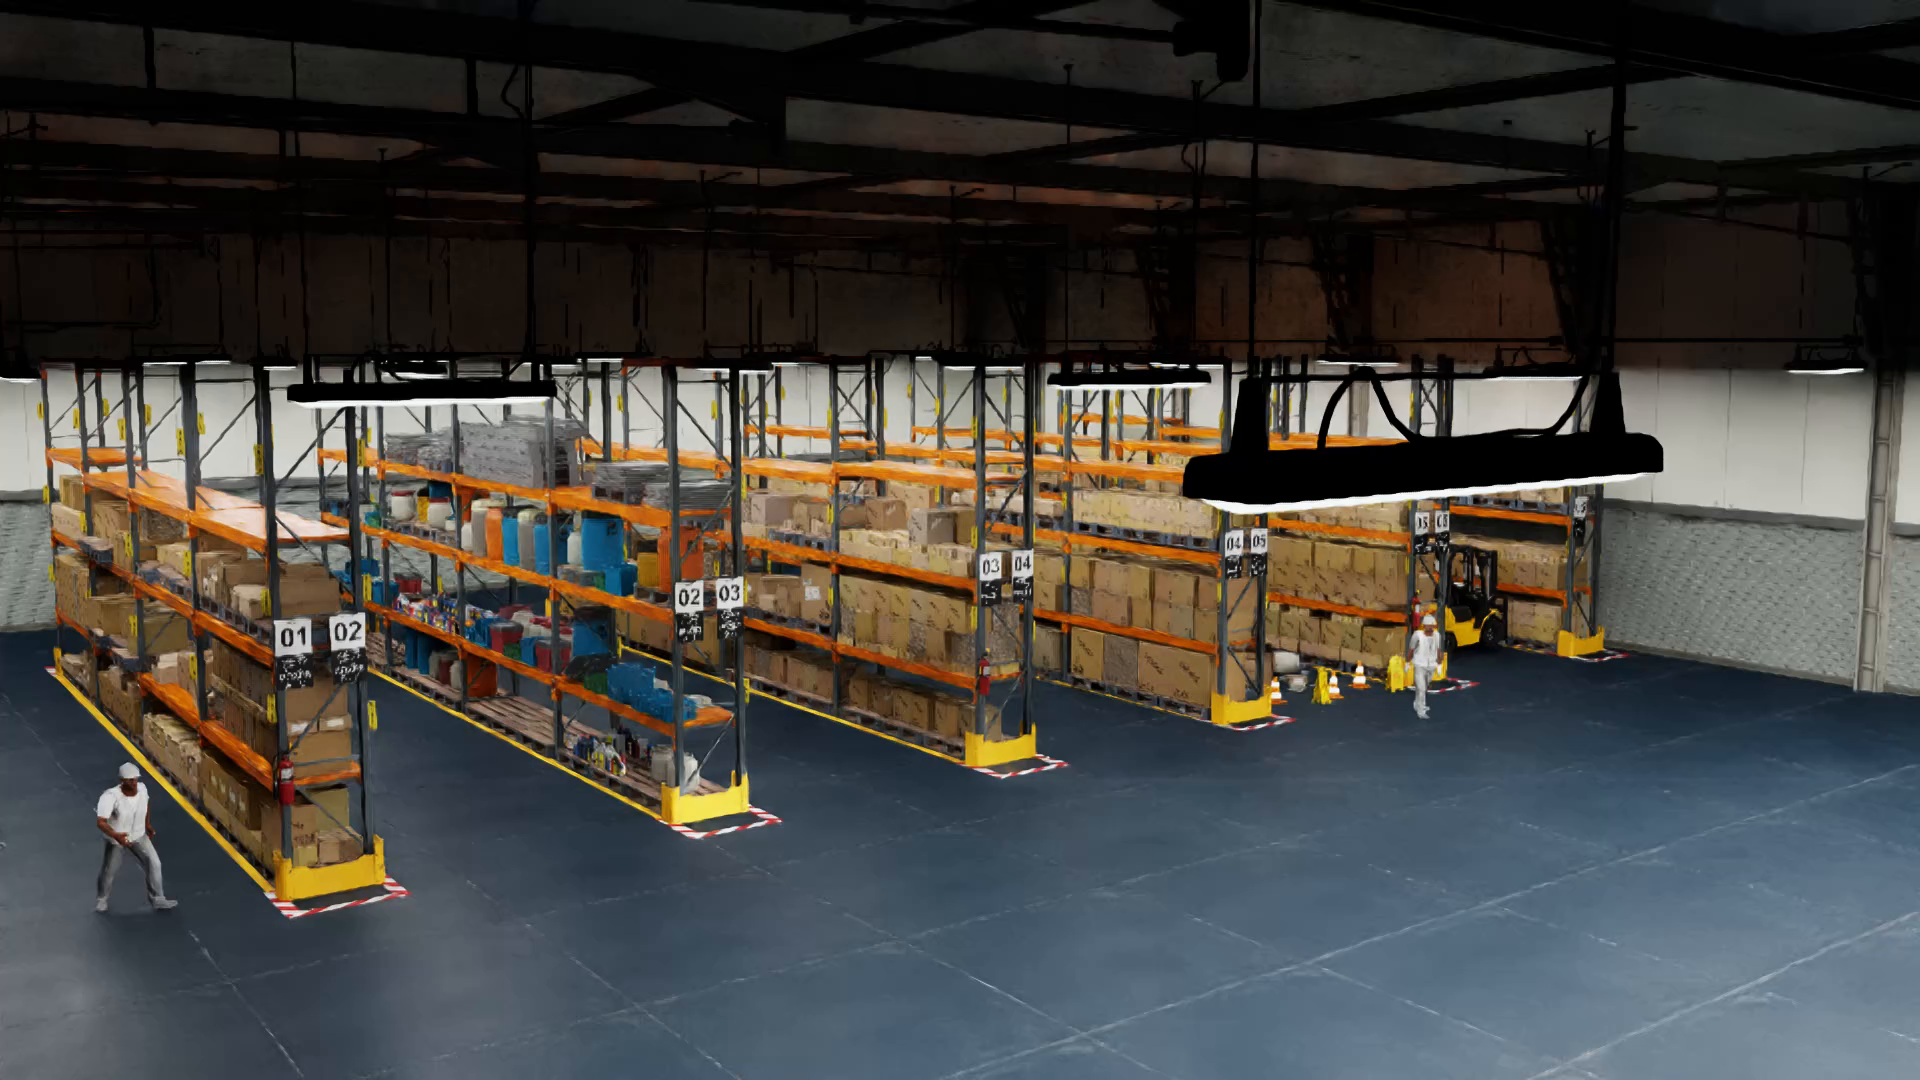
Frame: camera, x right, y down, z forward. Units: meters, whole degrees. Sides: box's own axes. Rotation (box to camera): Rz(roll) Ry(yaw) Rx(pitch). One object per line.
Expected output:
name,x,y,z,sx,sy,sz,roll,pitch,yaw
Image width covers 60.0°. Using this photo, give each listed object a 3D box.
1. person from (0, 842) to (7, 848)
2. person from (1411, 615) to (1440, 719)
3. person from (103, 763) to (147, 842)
person,-12.364,3.168,20.654,0.801,1.381,0.610,5,9,37
person,7.848,2.111,28.028,0.523,1.739,0.962,-2,7,-12
person,-9.178,2.872,18.305,0.490,0.868,0.435,5,9,37
